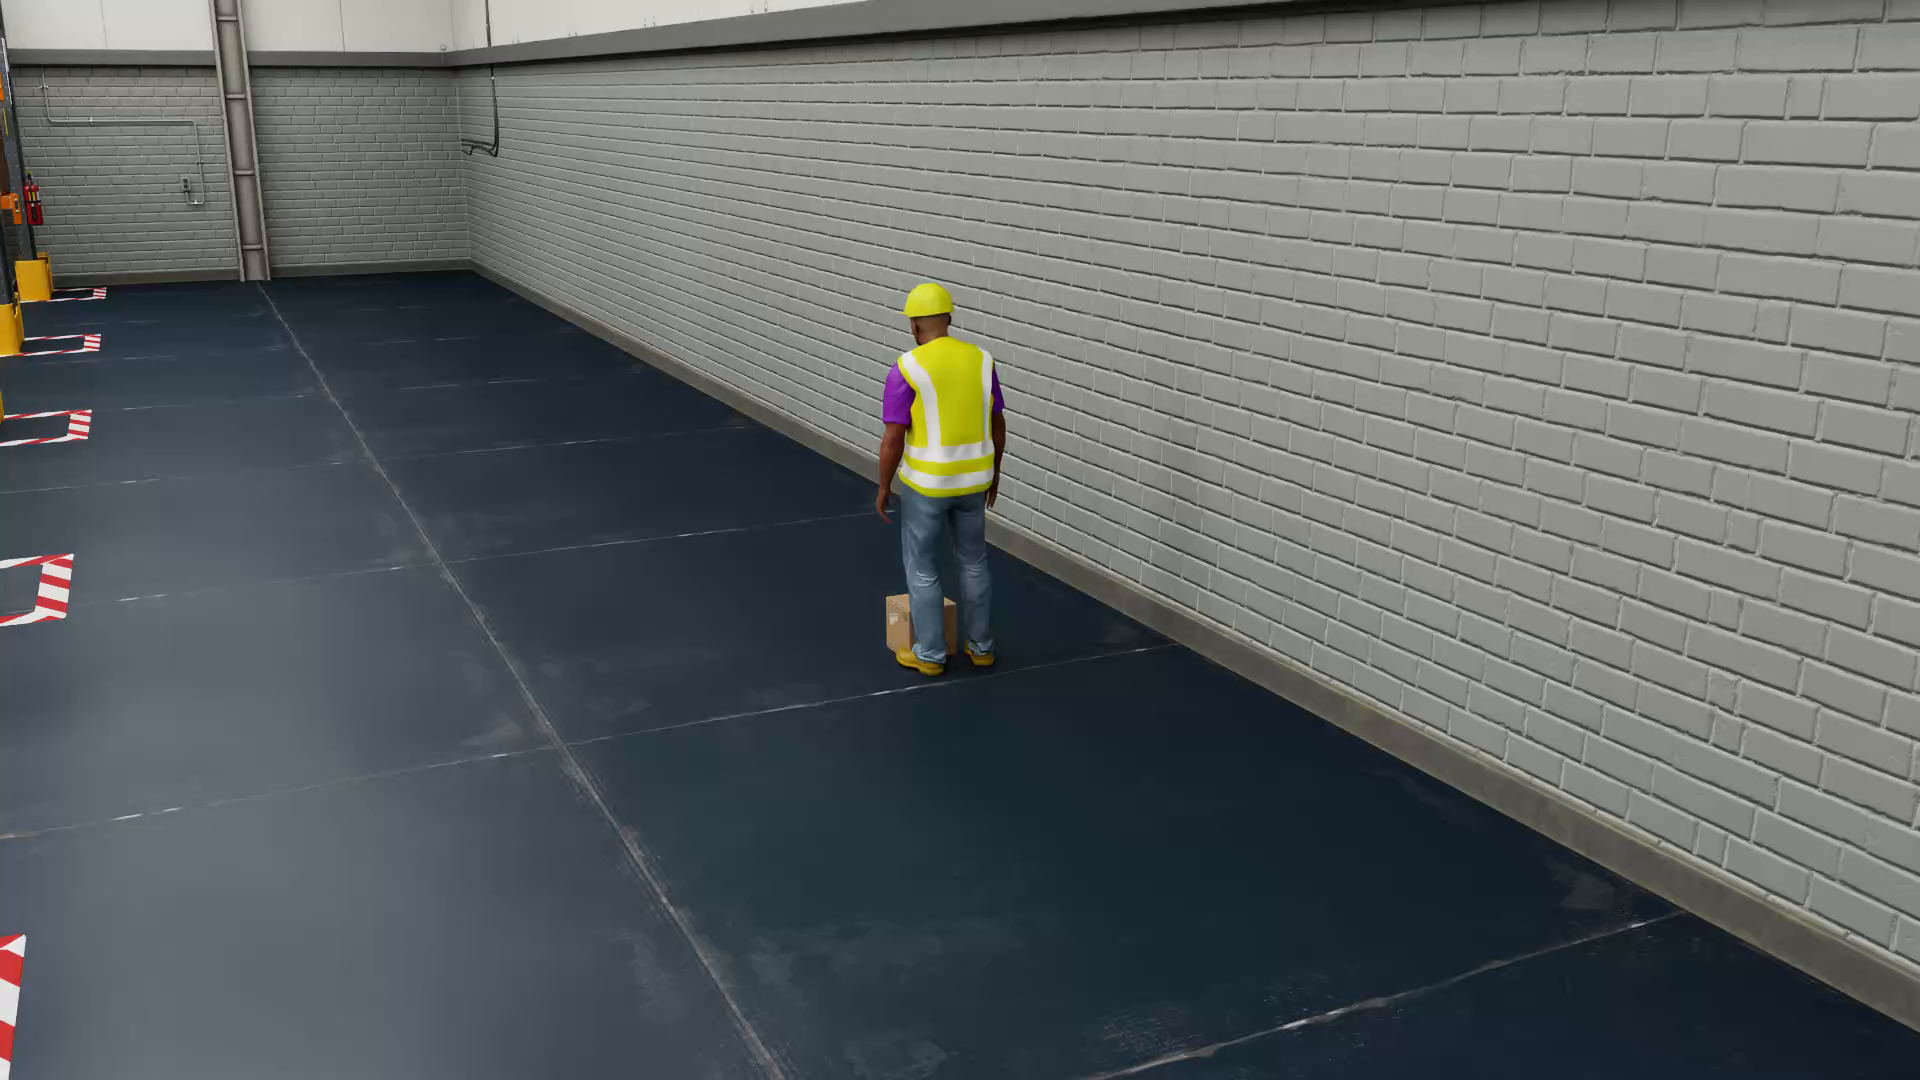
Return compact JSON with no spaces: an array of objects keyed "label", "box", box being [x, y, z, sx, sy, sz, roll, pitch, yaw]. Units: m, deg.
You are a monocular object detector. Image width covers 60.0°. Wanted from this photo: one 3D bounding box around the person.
[{"label":"person","box":[-0.086,-0.270,7.484,0.635,1.761,0.455,-8,17,-28]}]
